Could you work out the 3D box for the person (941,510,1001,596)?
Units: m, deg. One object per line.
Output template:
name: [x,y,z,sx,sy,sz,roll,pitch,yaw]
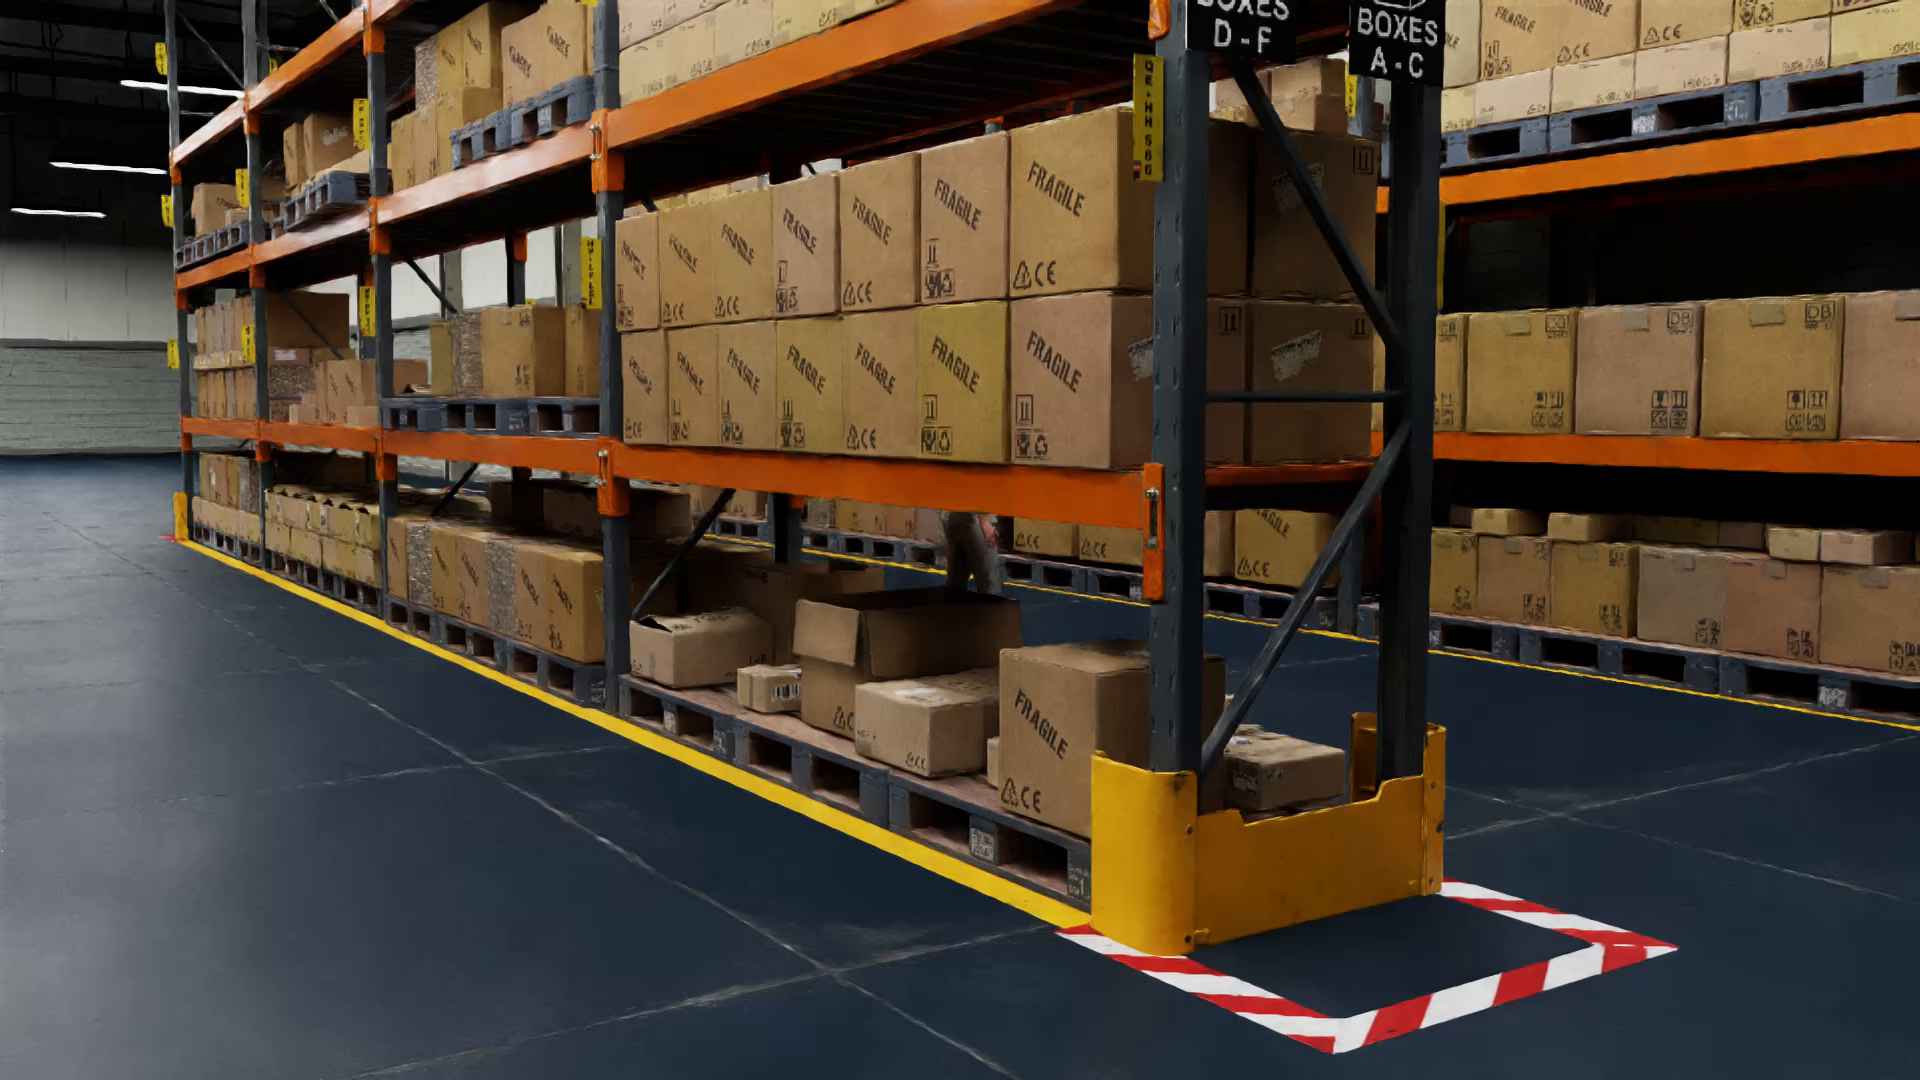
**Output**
person: [0.124,-0.071,8.893,0.561,1.593,0.601,-1,5,-13]
